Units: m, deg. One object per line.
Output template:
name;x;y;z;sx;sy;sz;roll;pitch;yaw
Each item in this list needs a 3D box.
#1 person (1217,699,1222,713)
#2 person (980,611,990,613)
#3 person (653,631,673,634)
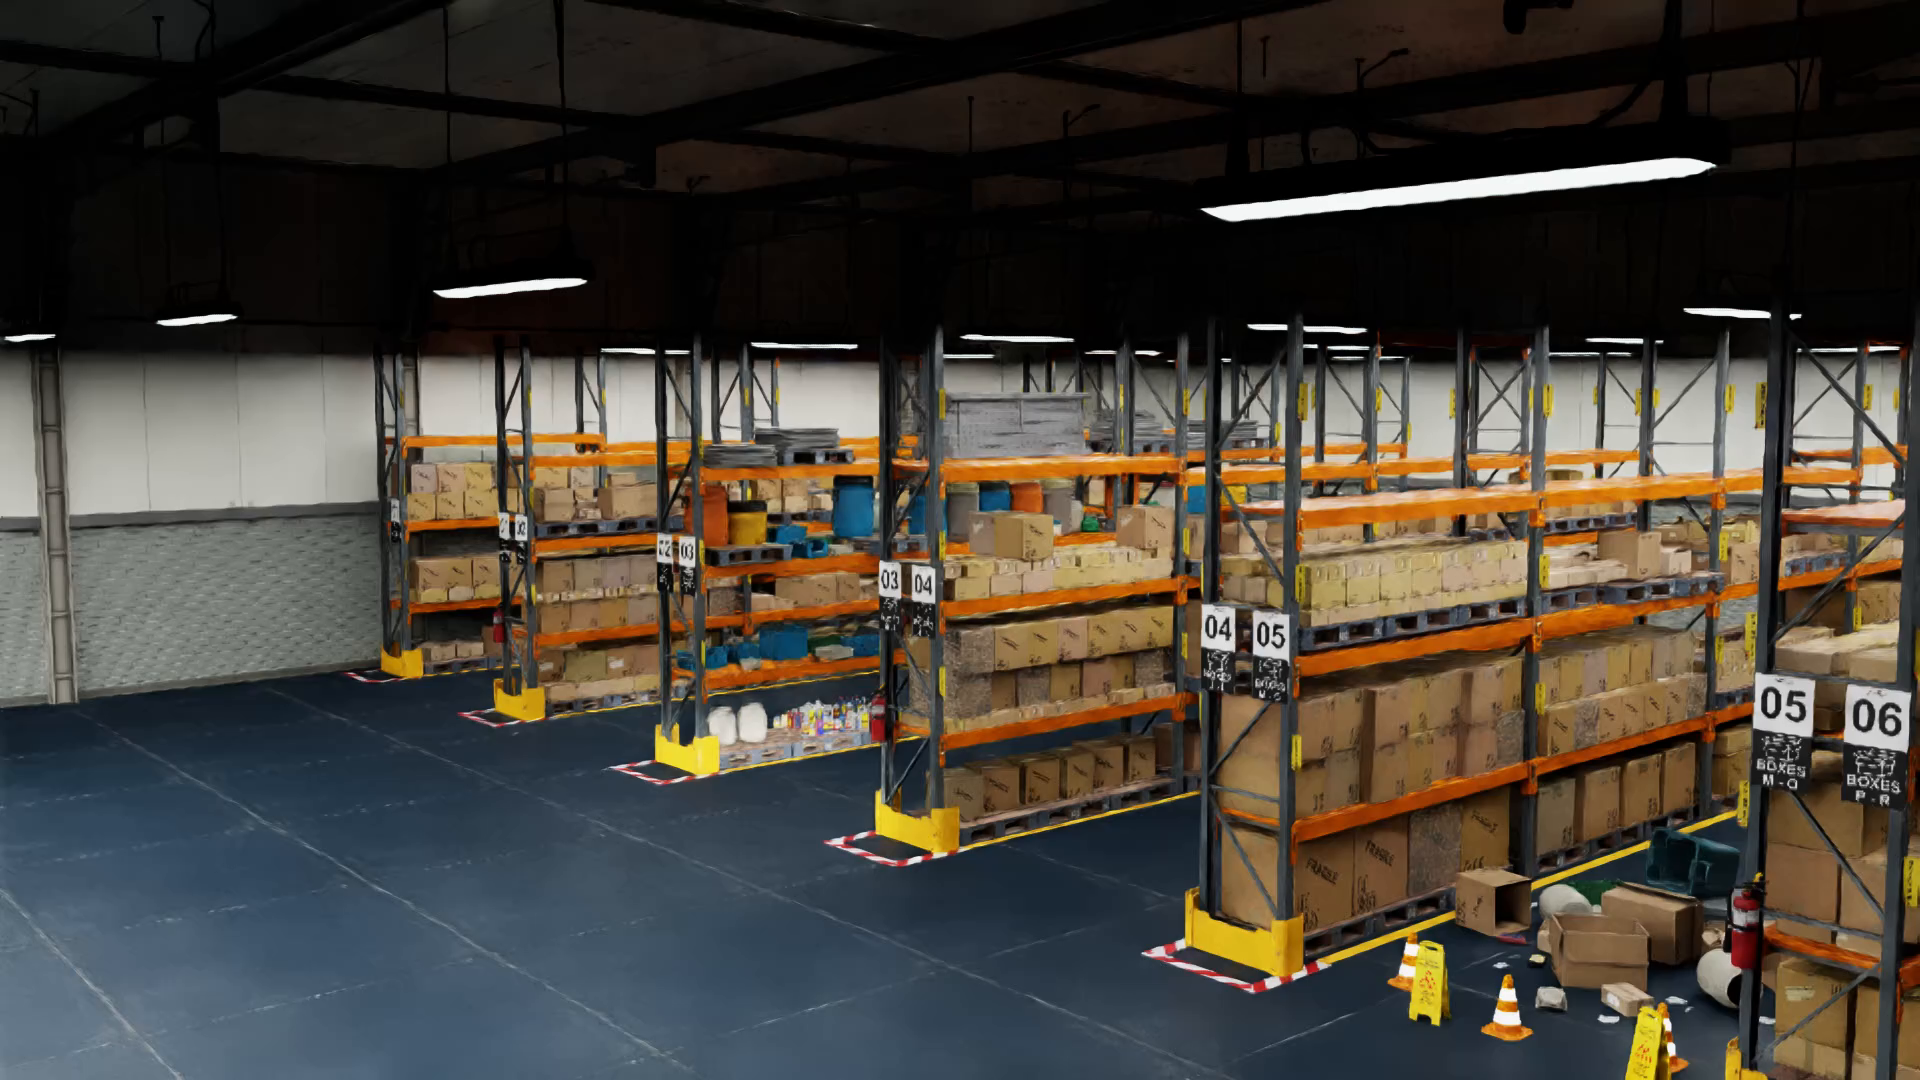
person;4.061;2.003;25.459;0.417;1.677;0.502;2;6;19
person;0.434;1.600;30.621;0.412;1.533;0.955;5;7;41
person;-5.349;1.553;30.094;0.450;1.727;0.584;2;5;18
